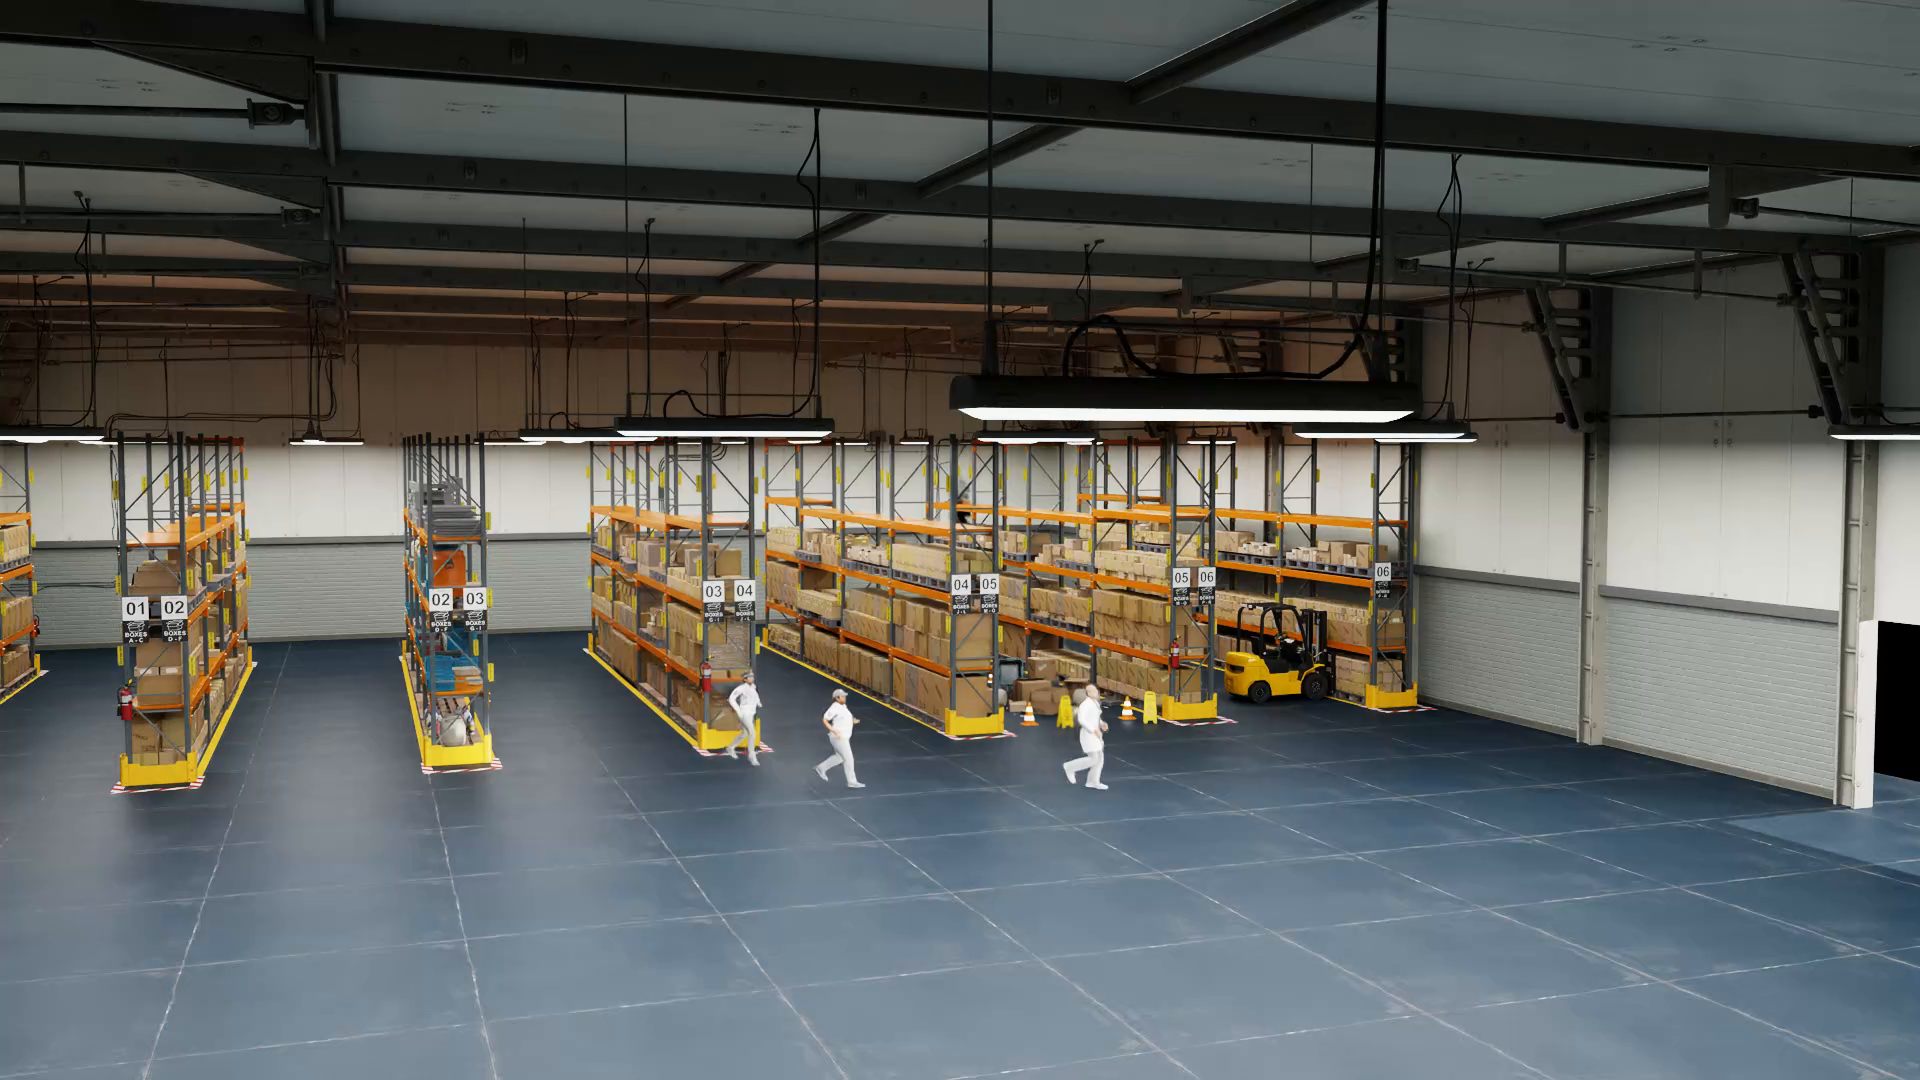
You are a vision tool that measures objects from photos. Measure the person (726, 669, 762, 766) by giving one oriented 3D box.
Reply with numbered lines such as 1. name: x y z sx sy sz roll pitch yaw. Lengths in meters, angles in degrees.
1. person: -3.916 3.209 30.228 0.800 1.741 0.617 2 4 26

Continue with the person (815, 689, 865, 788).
1. person: -2.026 3.329 28.015 0.904 1.643 0.614 1 3 12

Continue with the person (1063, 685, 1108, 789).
1. person: 2.137 3.306 27.996 0.735 1.758 0.704 1 3 17
